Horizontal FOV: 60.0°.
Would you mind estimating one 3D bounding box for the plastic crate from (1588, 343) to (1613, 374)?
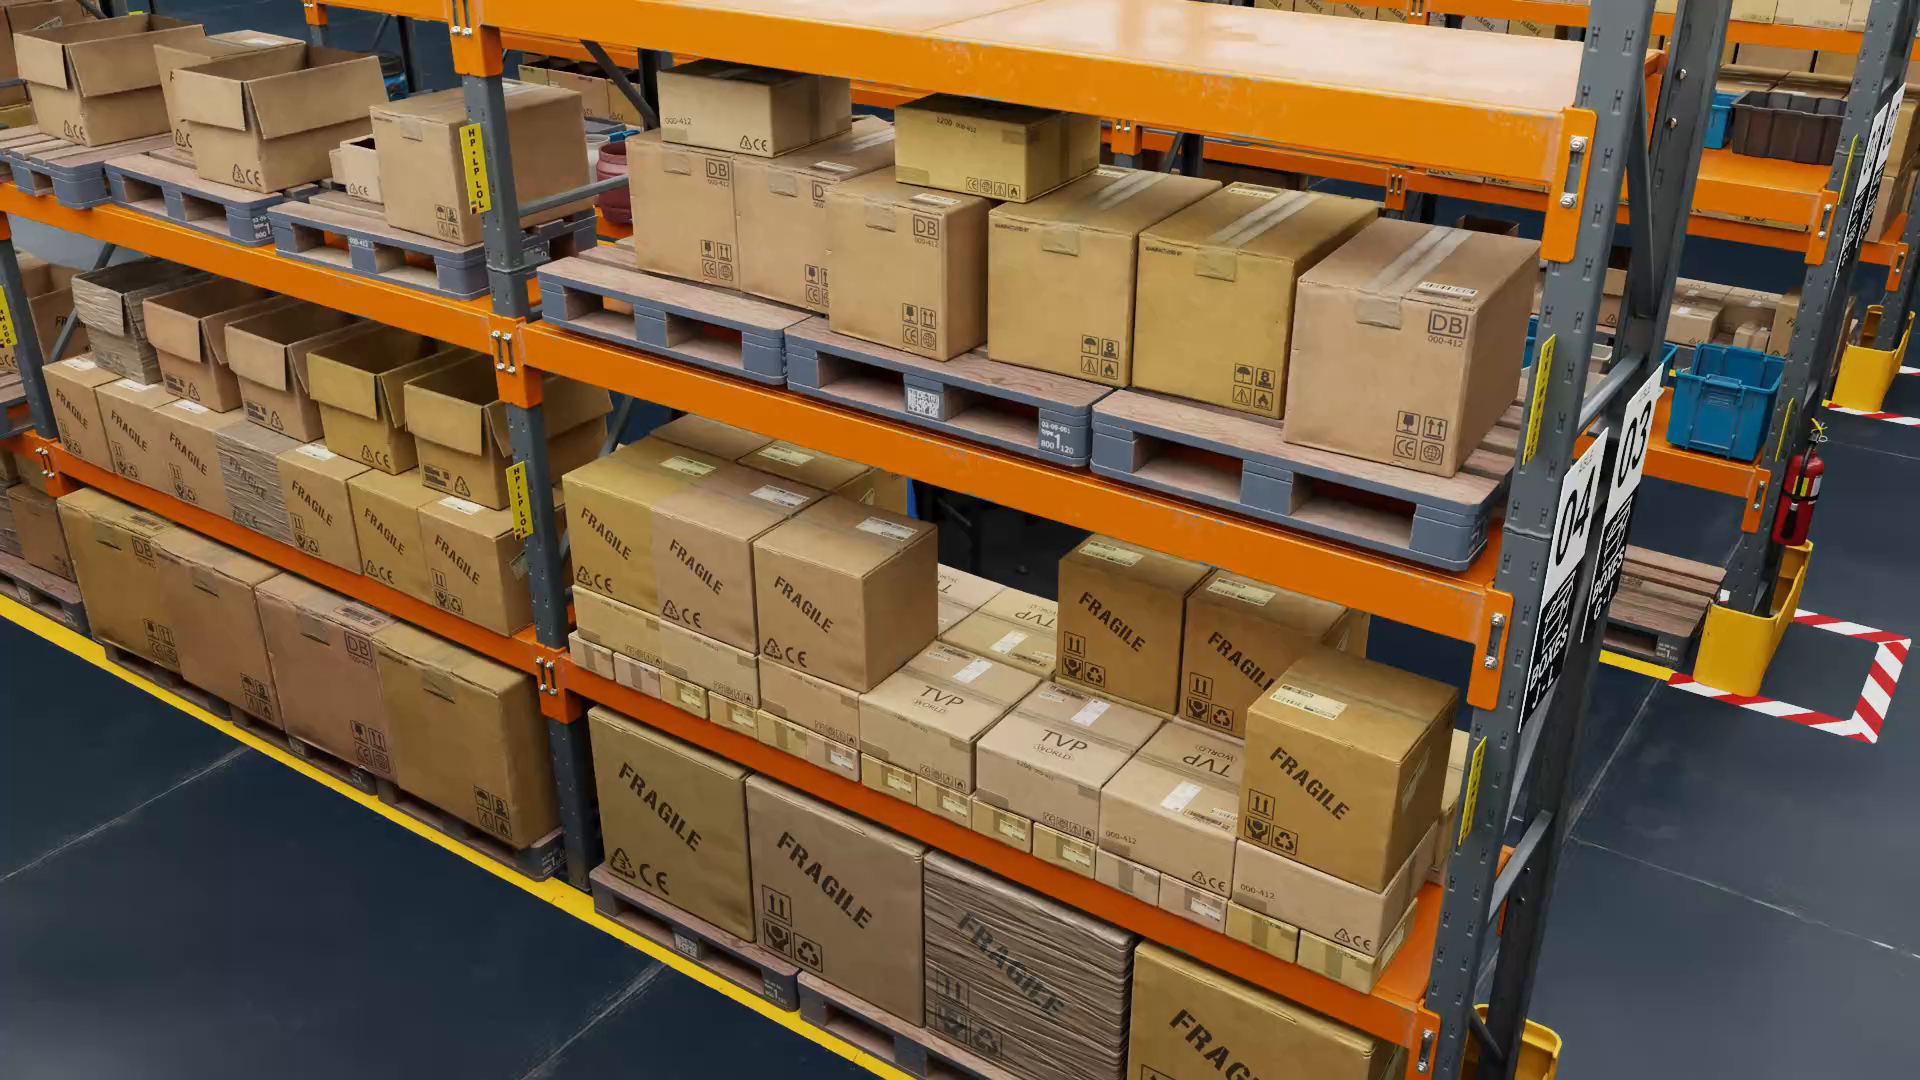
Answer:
[{"bbox_3d":[3.798,-1.093,10.089,0.298,0.136,0.250,17,32,30],"label":"plastic crate"}]

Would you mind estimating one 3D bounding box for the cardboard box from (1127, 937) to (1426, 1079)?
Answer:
[{"bbox_3d":[1.215,1.768,6.123,0.875,0.875,0.875,17,32,30],"label":"cardboard box"}]

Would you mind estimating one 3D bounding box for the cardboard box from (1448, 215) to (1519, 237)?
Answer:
[{"bbox_3d":[4.733,-2.629,15.154,0.500,0.500,0.500,17,32,30],"label":"cardboard box"}]

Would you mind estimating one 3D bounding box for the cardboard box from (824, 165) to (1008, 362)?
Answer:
[{"bbox_3d":[-0.039,-0.992,5.676,0.500,0.500,0.700,19,33,32],"label":"cardboard box"}]

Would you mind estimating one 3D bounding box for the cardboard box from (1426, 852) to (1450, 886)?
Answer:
[{"bbox_3d":[1.682,1.040,5.951,0.250,0.149,0.380,18,32,31],"label":"cardboard box"}]

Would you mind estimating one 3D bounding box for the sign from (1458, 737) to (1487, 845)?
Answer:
[{"bbox_3d":[1.469,0.720,4.764,0.005,0.325,0.100,17,32,30],"label":"sign"}]

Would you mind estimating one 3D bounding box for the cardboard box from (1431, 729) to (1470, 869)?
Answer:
[{"bbox_3d":[1.545,0.852,5.879,0.500,0.250,0.500,16,31,29],"label":"cardboard box"}]

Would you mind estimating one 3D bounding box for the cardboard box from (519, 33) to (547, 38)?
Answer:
[{"bbox_3d":[-4.976,-6.456,20.292,0.500,0.500,0.700,18,32,32],"label":"cardboard box"}]

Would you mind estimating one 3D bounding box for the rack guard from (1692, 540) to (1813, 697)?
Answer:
[{"bbox_3d":[4.619,0.406,9.675,0.348,0.500,1.175,17,32,30],"label":"rack guard"}]

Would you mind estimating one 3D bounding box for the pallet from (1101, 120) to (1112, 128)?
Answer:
[{"bbox_3d":[1.404,-4.381,16.538,1.003,0.211,1.213,17,32,30],"label":"pallet"}]

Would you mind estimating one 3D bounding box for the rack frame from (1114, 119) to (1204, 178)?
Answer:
[{"bbox_3d":[1.295,-1.737,11.129,0.127,3.000,1.000,17,32,30],"label":"rack frame"}]

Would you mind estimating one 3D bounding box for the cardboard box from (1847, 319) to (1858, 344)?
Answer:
[{"bbox_3d":[7.249,-1.722,13.759,0.250,0.149,0.380,17,32,30],"label":"cardboard box"}]

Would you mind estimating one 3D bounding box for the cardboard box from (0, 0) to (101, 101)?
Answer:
[{"bbox_3d":[-5.048,-2.733,9.119,0.500,0.500,0.500,18,32,31],"label":"cardboard box"}]

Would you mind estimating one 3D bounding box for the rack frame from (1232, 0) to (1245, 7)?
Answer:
[{"bbox_3d":[3.607,-6.468,20.426,0.127,3.000,1.000,17,32,30],"label":"rack frame"}]

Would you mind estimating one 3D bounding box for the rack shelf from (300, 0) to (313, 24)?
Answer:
[{"bbox_3d":[-6.948,-5.321,15.658,4.000,0.370,1.077,17,32,30],"label":"rack shelf"}]

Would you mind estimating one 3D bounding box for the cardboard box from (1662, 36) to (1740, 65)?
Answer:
[{"bbox_3d":[7.940,-5.239,17.681,0.700,0.700,0.980,16,31,29],"label":"cardboard box"}]

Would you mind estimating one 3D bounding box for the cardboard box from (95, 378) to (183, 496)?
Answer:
[{"bbox_3d":[-4.133,-0.599,8.783,0.500,0.500,0.500,16,31,29],"label":"cardboard box"}]

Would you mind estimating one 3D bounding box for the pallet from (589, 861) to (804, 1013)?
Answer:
[{"bbox_3d":[-0.927,1.582,7.682,1.213,0.211,1.003,17,32,30],"label":"pallet"}]

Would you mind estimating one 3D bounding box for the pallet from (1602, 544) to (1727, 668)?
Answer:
[{"bbox_3d":[3.934,0.307,10.188,1.213,0.211,1.003,17,32,30],"label":"pallet"}]

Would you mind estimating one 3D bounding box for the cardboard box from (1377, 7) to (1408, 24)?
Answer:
[{"bbox_3d":[5.131,-6.037,19.119,0.500,0.500,0.500,18,32,32],"label":"cardboard box"}]

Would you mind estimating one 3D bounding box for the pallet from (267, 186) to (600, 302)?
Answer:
[{"bbox_3d":[-2.293,-1.353,7.280,1.217,0.209,0.805,16,31,28],"label":"pallet"}]

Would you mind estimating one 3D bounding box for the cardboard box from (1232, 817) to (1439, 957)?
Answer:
[{"bbox_3d":[1.238,1.051,5.488,0.500,0.250,0.500,17,31,30],"label":"cardboard box"}]

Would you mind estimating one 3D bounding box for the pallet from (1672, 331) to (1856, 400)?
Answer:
[{"bbox_3d":[6.679,-1.541,13.820,1.213,0.211,1.003,17,32,30],"label":"pallet"}]

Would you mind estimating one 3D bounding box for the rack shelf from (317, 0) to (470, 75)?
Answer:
[{"bbox_3d":[-3.158,-2.573,7.393,4.000,0.370,1.077,17,32,30],"label":"rack shelf"}]

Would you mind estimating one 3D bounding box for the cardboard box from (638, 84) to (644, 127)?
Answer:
[{"bbox_3d":[-3.403,-5.108,19.496,0.500,0.500,0.500,17,32,30],"label":"cardboard box"}]

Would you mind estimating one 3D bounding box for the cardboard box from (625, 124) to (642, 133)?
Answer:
[{"bbox_3d":[-3.825,-4.896,19.906,0.500,0.250,0.500,17,32,30],"label":"cardboard box"}]

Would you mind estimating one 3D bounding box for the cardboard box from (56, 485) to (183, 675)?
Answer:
[{"bbox_3d":[-4.249,0.033,9.532,0.875,0.875,1.225,16,31,28],"label":"cardboard box"}]

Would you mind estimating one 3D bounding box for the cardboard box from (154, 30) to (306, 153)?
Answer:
[{"bbox_3d":[-3.502,-2.162,8.085,0.500,0.500,0.500,19,33,33],"label":"cardboard box"}]

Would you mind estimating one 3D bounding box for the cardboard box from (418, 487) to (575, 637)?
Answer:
[{"bbox_3d":[-2.049,0.052,7.503,0.500,0.500,0.500,17,32,30],"label":"cardboard box"}]

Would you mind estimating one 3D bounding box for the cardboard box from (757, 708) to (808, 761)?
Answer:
[{"bbox_3d":[-0.591,0.695,6.629,0.250,0.149,0.380,17,31,30],"label":"cardboard box"}]

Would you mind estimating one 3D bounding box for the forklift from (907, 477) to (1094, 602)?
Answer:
[{"bbox_3d":[0.400,-0.880,9.522,1.130,2.935,3.031,-14,30,-25],"label":"forklift"}]

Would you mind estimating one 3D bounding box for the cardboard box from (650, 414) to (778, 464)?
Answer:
[{"bbox_3d":[-0.979,-0.267,7.252,0.500,0.500,0.500,18,32,32],"label":"cardboard box"}]

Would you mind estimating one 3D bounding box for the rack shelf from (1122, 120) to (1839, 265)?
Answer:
[{"bbox_3d":[2.943,-2.239,9.603,4.000,0.370,1.077,17,32,30],"label":"rack shelf"}]

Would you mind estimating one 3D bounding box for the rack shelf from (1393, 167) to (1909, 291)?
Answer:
[{"bbox_3d":[5.751,-2.753,13.920,4.000,0.370,1.077,17,32,30],"label":"rack shelf"}]

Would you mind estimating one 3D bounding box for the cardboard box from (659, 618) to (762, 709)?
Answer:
[{"bbox_3d":[-0.863,0.397,6.773,0.500,0.250,0.500,17,32,30],"label":"cardboard box"}]

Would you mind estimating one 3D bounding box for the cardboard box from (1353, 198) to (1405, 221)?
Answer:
[{"bbox_3d":[3.842,-2.885,15.657,0.500,0.500,0.500,16,31,28],"label":"cardboard box"}]

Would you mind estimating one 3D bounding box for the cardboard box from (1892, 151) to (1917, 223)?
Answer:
[{"bbox_3d":[7.183,-2.817,13.143,0.500,0.500,0.500,18,32,31],"label":"cardboard box"}]

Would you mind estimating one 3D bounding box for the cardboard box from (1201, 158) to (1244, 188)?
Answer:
[{"bbox_3d":[2.604,-3.605,16.244,0.500,0.250,0.500,17,31,29],"label":"cardboard box"}]

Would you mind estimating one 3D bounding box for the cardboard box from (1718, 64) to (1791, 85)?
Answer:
[{"bbox_3d":[6.338,-3.525,13.430,0.500,0.500,0.500,18,32,31],"label":"cardboard box"}]

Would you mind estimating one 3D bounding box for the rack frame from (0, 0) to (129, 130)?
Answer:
[{"bbox_3d":[-4.806,-3.586,8.148,0.127,3.000,1.000,17,32,30],"label":"rack frame"}]

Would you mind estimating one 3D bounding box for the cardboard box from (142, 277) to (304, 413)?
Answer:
[{"bbox_3d":[-3.677,-1.042,8.547,0.637,0.503,0.797,18,32,31],"label":"cardboard box"}]

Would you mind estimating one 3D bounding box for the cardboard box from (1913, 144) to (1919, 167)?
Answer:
[{"bbox_3d":[9.784,-3.961,17.077,0.250,0.149,0.380,18,32,31],"label":"cardboard box"}]

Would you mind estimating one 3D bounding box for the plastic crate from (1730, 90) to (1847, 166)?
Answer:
[{"bbox_3d":[4.432,-2.191,8.859,0.590,0.269,0.497,17,32,30],"label":"plastic crate"}]

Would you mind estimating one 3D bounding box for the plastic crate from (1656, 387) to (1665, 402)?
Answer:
[{"bbox_3d":[3.817,-0.760,9.436,0.243,0.136,0.396,17,32,30],"label":"plastic crate"}]

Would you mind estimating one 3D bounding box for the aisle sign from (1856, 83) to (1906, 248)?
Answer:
[{"bbox_3d":[4.820,-1.961,8.703,0.004,0.787,0.394,17,32,30],"label":"aisle sign"}]

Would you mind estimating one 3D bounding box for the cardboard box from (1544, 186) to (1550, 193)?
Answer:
[{"bbox_3d":[5.203,-3.140,13.776,0.500,0.500,0.500,17,32,30],"label":"cardboard box"}]

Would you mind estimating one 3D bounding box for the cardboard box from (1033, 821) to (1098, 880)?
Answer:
[{"bbox_3d":[0.465,1.024,5.981,0.250,0.149,0.380,17,31,29],"label":"cardboard box"}]

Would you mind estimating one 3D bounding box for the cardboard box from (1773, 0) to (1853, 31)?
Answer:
[{"bbox_3d":[6.421,-3.996,12.427,0.500,0.250,0.500,17,32,30],"label":"cardboard box"}]

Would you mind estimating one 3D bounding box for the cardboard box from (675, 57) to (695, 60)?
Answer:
[{"bbox_3d":[-2.861,-5.798,19.000,0.500,0.500,0.700,16,31,29],"label":"cardboard box"}]

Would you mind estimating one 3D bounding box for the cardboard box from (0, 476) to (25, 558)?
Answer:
[{"bbox_3d":[-5.835,-0.296,10.570,0.500,0.500,0.700,14,30,26],"label":"cardboard box"}]
